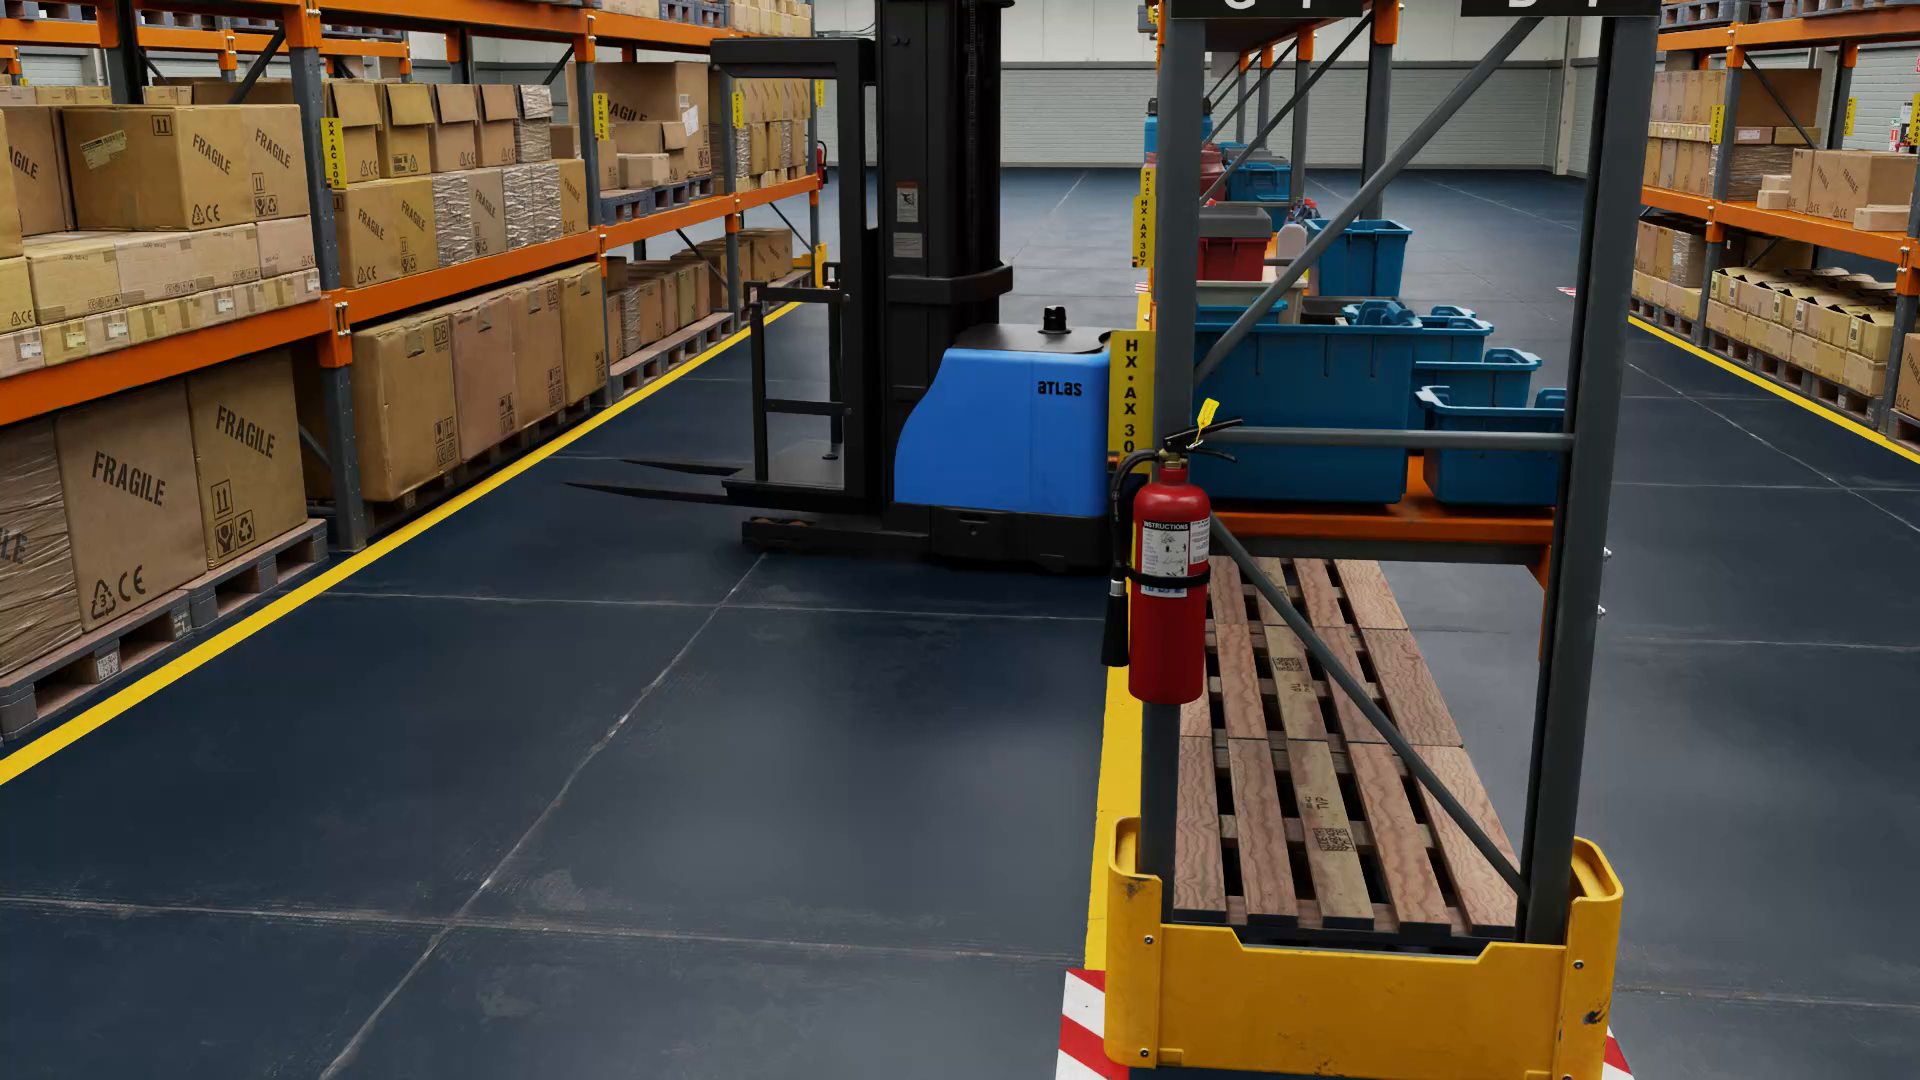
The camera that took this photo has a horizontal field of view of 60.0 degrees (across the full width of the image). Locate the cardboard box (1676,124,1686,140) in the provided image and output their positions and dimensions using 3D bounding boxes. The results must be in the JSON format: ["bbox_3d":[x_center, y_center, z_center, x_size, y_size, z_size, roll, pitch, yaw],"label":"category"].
[{"bbox_3d":[7.173,-3.953,16.101,0.380,0.149,0.250,2,15,8],"label":"cardboard box"}]

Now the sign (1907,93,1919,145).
[{"bbox_3d":[6.207,-2.723,10.766,0.100,0.325,0.005,2,15,6],"label":"sign"}]

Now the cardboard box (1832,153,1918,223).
[{"bbox_3d":[6.932,-2.632,12.458,0.500,0.500,0.500,1,15,3],"label":"cardboard box"}]

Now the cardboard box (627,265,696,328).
[{"bbox_3d":[-2.796,-2.202,15.006,0.700,0.500,0.500,2,15,6],"label":"cardboard box"}]

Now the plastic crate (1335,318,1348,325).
[{"bbox_3d":[1.488,-0.699,5.890,0.293,0.136,0.466,2,15,6],"label":"plastic crate"}]

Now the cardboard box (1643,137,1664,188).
[{"bbox_3d":[7.480,-3.886,17.094,0.700,0.500,0.500,2,15,7],"label":"cardboard box"}]

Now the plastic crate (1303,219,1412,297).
[{"bbox_3d":[1.673,-1.148,7.076,0.392,0.384,0.575,2,15,6],"label":"plastic crate"}]

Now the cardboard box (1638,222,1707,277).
[{"bbox_3d":[7.208,-2.939,16.811,0.500,0.500,0.500,2,15,6],"label":"cardboard box"}]

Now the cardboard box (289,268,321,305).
[{"bbox_3d":[-3.244,-1.193,7.811,0.380,0.149,0.250,2,15,7],"label":"cardboard box"}]

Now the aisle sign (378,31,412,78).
[{"bbox_3d":[-6.792,-5.953,19.949,0.394,0.787,0.004,2,15,6],"label":"aisle sign"}]

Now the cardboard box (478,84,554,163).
[{"bbox_3d":[-3.182,-2.784,11.099,0.797,0.503,0.637,2,15,8],"label":"cardboard box"}]

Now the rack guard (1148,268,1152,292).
[{"bbox_3d":[2.779,-3.142,19.325,1.175,0.500,0.348,2,15,6],"label":"rack guard"}]

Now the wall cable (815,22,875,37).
[{"bbox_3d":[-3.472,-17.559,49.843,2.305,6.003,0.169,2,15,6],"label":"wall cable"}]

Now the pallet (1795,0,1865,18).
[{"bbox_3d":[6.870,-3.974,12.227,1.003,0.211,1.213,2,15,9],"label":"pallet"}]

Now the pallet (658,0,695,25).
[{"bbox_3d":[-2.922,-4.410,13.837,1.213,0.211,1.003,2,15,6],"label":"pallet"}]

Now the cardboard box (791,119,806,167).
[{"bbox_3d":[-2.208,-4.433,18.547,0.875,0.500,0.500,2,15,6],"label":"cardboard box"}]

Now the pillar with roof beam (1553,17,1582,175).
[{"bbox_3d":[12.472,-14.675,45.692,9.100,9.000,0.400,2,15,6],"label":"pillar with roof beam"}]

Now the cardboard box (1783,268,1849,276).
[{"bbox_3d":[7.449,-2.218,14.508,0.500,0.311,0.500,2,15,6],"label":"cardboard box"}]

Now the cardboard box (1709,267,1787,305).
[{"bbox_3d":[6.916,-2.232,14.558,0.500,0.311,0.500,2,15,6],"label":"cardboard box"}]

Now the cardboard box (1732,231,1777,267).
[{"bbox_3d":[7.622,-2.664,15.794,0.500,0.500,0.500,2,15,6],"label":"cardboard box"}]

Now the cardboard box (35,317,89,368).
[{"bbox_3d":[-3.446,-0.726,6.082,0.380,0.149,0.250,1,15,5],"label":"cardboard box"}]

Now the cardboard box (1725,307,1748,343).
[{"bbox_3d":[6.860,-1.831,14.151,0.500,0.250,0.500,2,15,8],"label":"cardboard box"}]

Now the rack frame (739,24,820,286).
[{"bbox_3d":[-2.181,-4.516,19.616,1.000,3.000,0.127,2,15,6],"label":"rack frame"}]

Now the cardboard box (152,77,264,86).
[{"bbox_3d":[-7.473,-4.339,16.606,0.875,0.550,0.550,2,15,6],"label":"cardboard box"}]

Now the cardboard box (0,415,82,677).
[{"bbox_3d":[-3.891,0.053,5.987,0.875,0.875,0.875,2,15,6],"label":"cardboard box"}]

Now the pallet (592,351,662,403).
[{"bbox_3d":[-2.994,-1.297,13.056,1.003,0.211,1.213,2,15,6],"label":"pallet"}]

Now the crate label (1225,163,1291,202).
[{"bbox_3d":[2.219,-2.562,12.322,0.502,0.435,0.616,2,15,6],"label":"crate label"}]

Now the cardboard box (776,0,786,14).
[{"bbox_3d":[-2.056,-5.665,17.644,0.380,0.149,0.250,1,15,3],"label":"cardboard box"}]

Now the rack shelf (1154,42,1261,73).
[{"bbox_3d":[2.515,-4.952,16.860,1.077,0.370,4.000,2,15,6],"label":"rack shelf"}]

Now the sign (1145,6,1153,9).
[{"bbox_3d":[1.290,-3.707,11.078,0.100,0.325,0.005,2,15,6],"label":"sign"}]

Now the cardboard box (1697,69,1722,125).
[{"bbox_3d":[7.310,-4.107,15.425,0.700,0.500,0.500,2,15,6],"label":"cardboard box"}]

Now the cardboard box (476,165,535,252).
[{"bbox_3d":[-3.011,-2.090,10.453,0.500,0.500,0.500,1,15,4],"label":"cardboard box"}]

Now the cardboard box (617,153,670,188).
[{"bbox_3d":[-2.666,-2.999,13.490,0.500,0.250,0.500,1,15,5],"label":"cardboard box"}]

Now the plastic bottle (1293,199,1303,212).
[{"bbox_3d":[2.190,-2.061,10.762,0.061,0.283,0.133,2,15,6],"label":"plastic bottle"}]

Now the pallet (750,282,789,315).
[{"bbox_3d":[-2.456,-2.625,17.965,1.003,0.211,1.213,2,15,6],"label":"pallet"}]

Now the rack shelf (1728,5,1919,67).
[{"bbox_3d":[6.985,-3.768,12.481,1.077,0.370,4.000,2,15,6],"label":"rack shelf"}]

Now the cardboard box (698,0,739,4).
[{"bbox_3d":[-2.289,-5.122,15.633,0.380,0.149,0.250,1,15,5],"label":"cardboard box"}]

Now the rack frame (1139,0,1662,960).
[{"bbox_3d":[0.935,-0.220,3.730,1.000,3.000,0.127,2,15,6],"label":"rack frame"}]

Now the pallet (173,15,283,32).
[{"bbox_3d":[-7.446,-5.268,16.820,1.003,0.211,1.213,2,15,6],"label":"pallet"}]

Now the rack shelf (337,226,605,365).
[{"bbox_3d":[-3.309,-1.575,10.118,1.077,0.370,4.000,2,15,6],"label":"rack shelf"}]

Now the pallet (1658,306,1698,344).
[{"bbox_3d":[7.342,-2.045,15.819,1.003,0.211,1.213,2,15,6],"label":"pallet"}]

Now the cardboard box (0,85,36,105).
[{"bbox_3d":[-7.884,-3.392,13.351,0.700,0.500,0.500,1,15,5],"label":"cardboard box"}]

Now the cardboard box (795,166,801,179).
[{"bbox_3d":[-2.014,-4.183,18.868,0.380,0.149,0.250,2,15,6],"label":"cardboard box"}]

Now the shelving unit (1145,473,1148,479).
[{"bbox_3d":[1.069,-0.537,8.737,0.252,0.215,1.050,-36,-10,-6],"label":"shelving unit"}]

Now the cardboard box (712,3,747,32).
[{"bbox_3d":[-2.327,-4.963,15.811,0.500,0.250,0.500,1,15,4],"label":"cardboard box"}]

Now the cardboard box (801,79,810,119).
[{"bbox_3d":[-1.997,-5.040,18.879,0.500,0.500,0.500,2,15,6],"label":"cardboard box"}]

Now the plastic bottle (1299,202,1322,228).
[{"bbox_3d":[1.992,-1.735,9.425,0.144,0.351,0.185,2,15,6],"label":"plastic bottle"}]

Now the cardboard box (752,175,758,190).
[{"bbox_3d":[-2.249,-3.599,16.708,0.380,0.149,0.250,2,15,6],"label":"cardboard box"}]

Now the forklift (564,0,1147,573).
[{"bbox_3d":[-0.592,-1.466,8.469,3.031,2.935,1.130,5,16,18],"label":"forklift"}]

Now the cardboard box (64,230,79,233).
[{"bbox_3d":[-3.909,-1.232,7.188,0.500,0.250,0.500,2,15,6],"label":"cardboard box"}]
